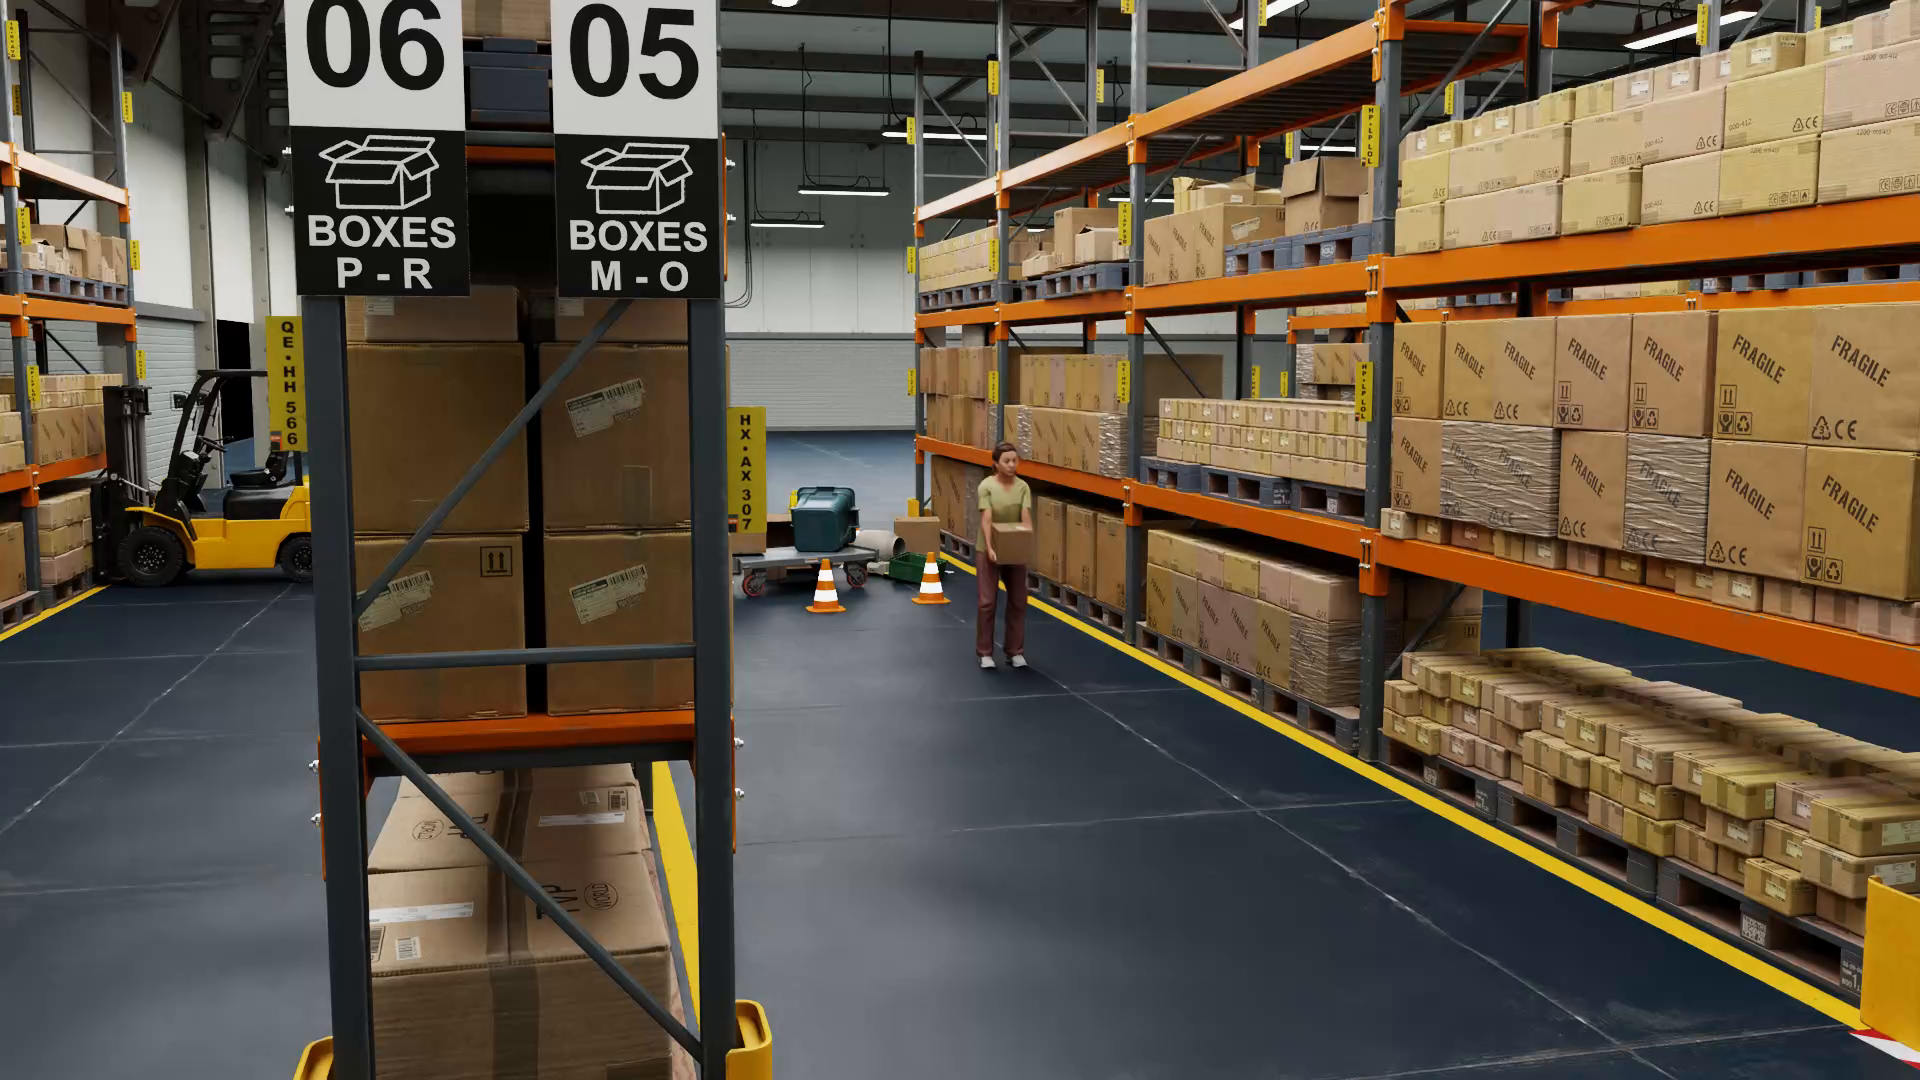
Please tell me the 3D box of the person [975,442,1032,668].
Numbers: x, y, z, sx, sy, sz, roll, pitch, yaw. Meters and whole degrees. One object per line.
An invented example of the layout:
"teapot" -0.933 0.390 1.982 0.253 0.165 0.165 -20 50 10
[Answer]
"person" 0.331 0.115 12.184 0.409 1.661 0.511 -2 6 -15
